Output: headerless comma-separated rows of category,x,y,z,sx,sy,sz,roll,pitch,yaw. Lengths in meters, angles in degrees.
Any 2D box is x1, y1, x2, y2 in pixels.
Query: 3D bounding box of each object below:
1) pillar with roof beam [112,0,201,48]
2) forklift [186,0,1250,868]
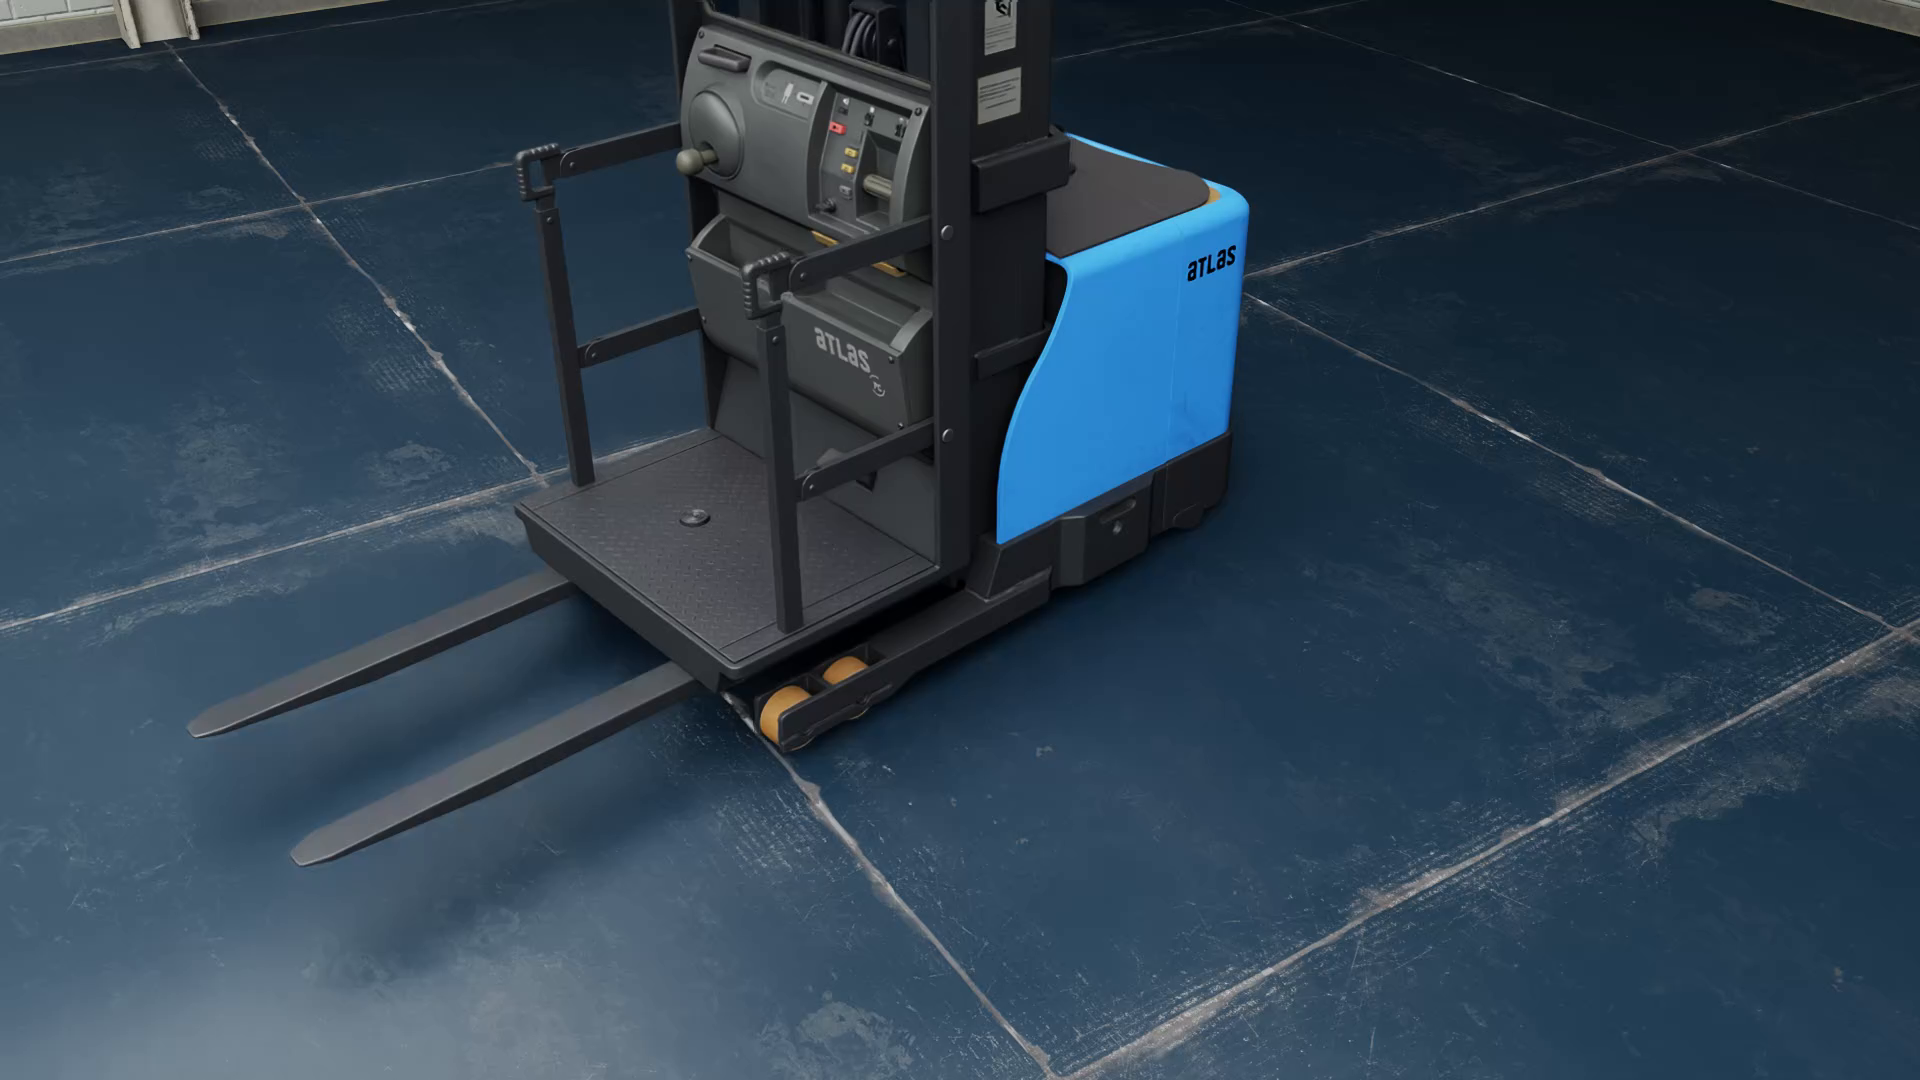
pillar with roof beam,-2.510,-4.921,4.617,0.400,9.000,9.100,-19,37,-27
forklift,-0.567,-1.002,4.091,3.031,2.935,1.130,-26,40,-35
